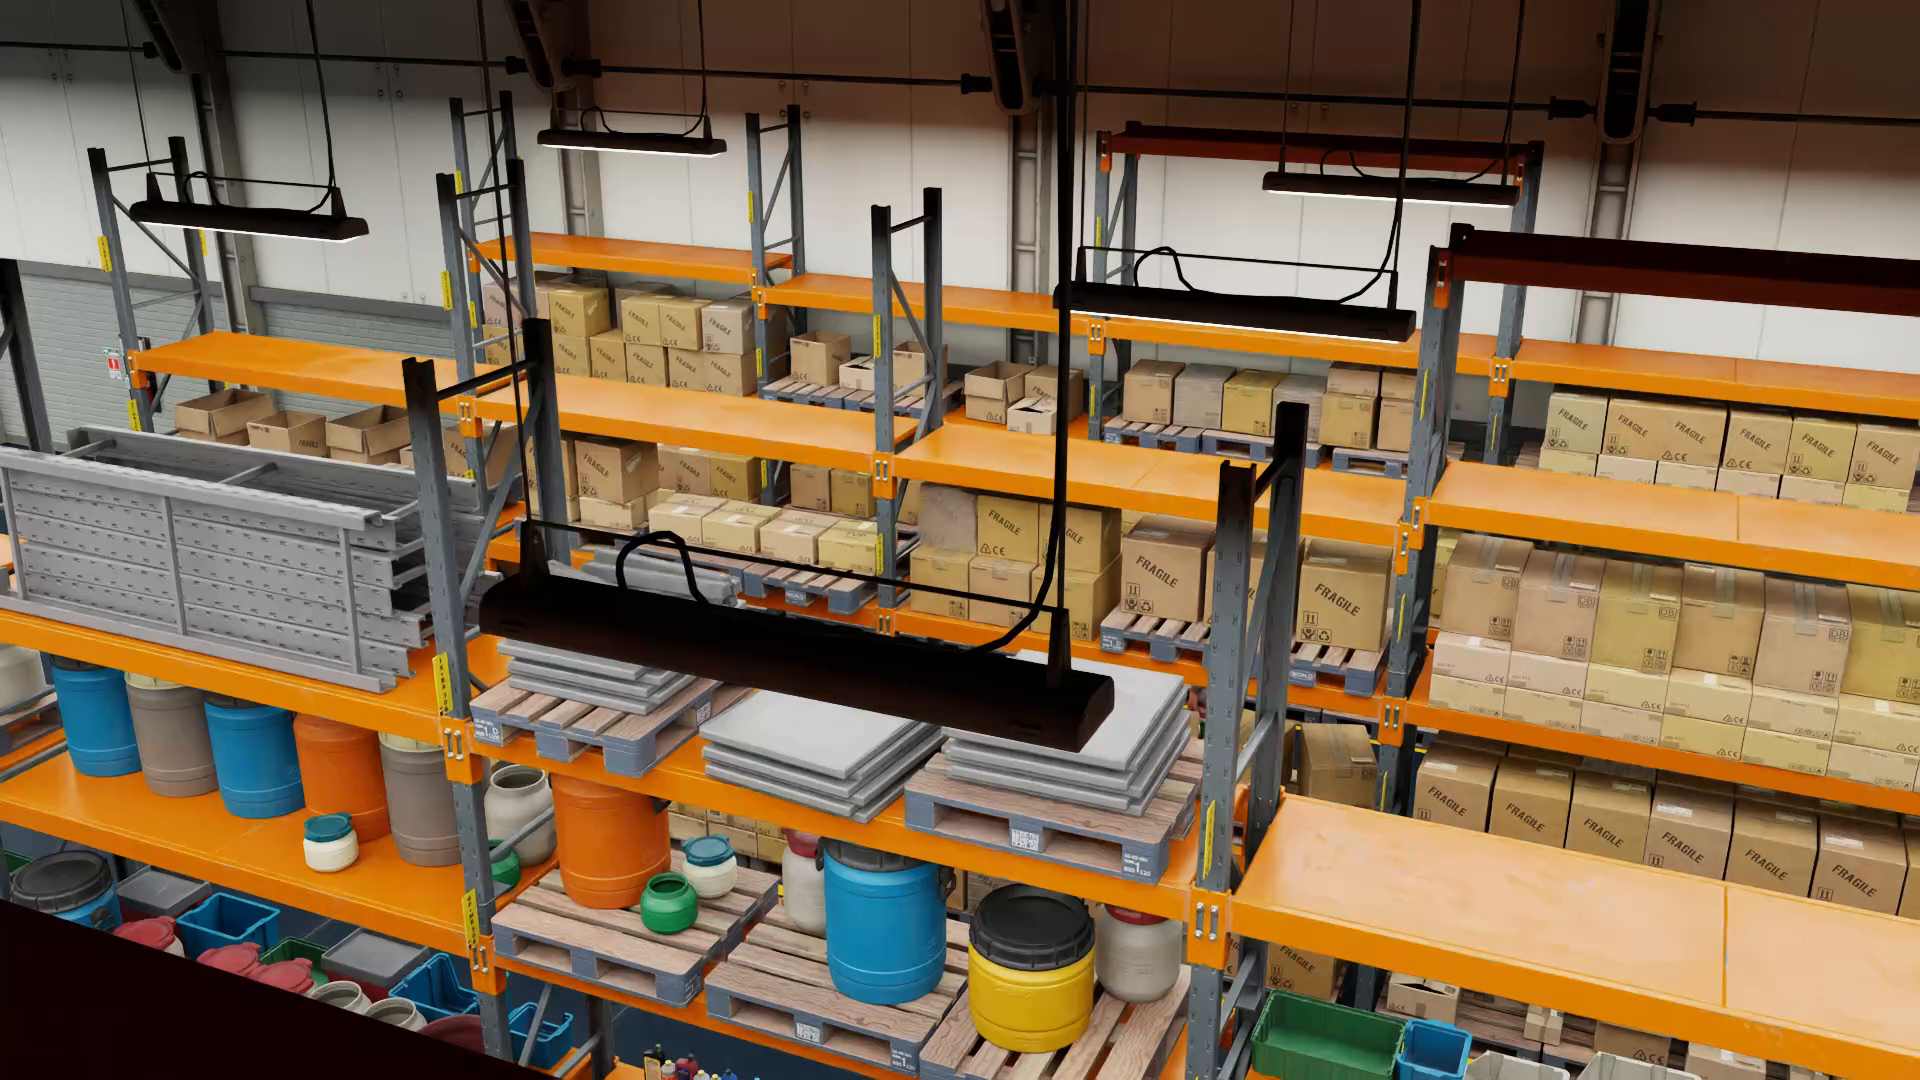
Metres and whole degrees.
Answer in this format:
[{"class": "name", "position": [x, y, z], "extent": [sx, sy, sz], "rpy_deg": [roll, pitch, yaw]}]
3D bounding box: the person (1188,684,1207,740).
[{"class": "person", "position": [2.347, 1.666, 15.731], "extent": [0.588, 1.792, 0.493], "rpy_deg": [-14, 25, -33]}]
